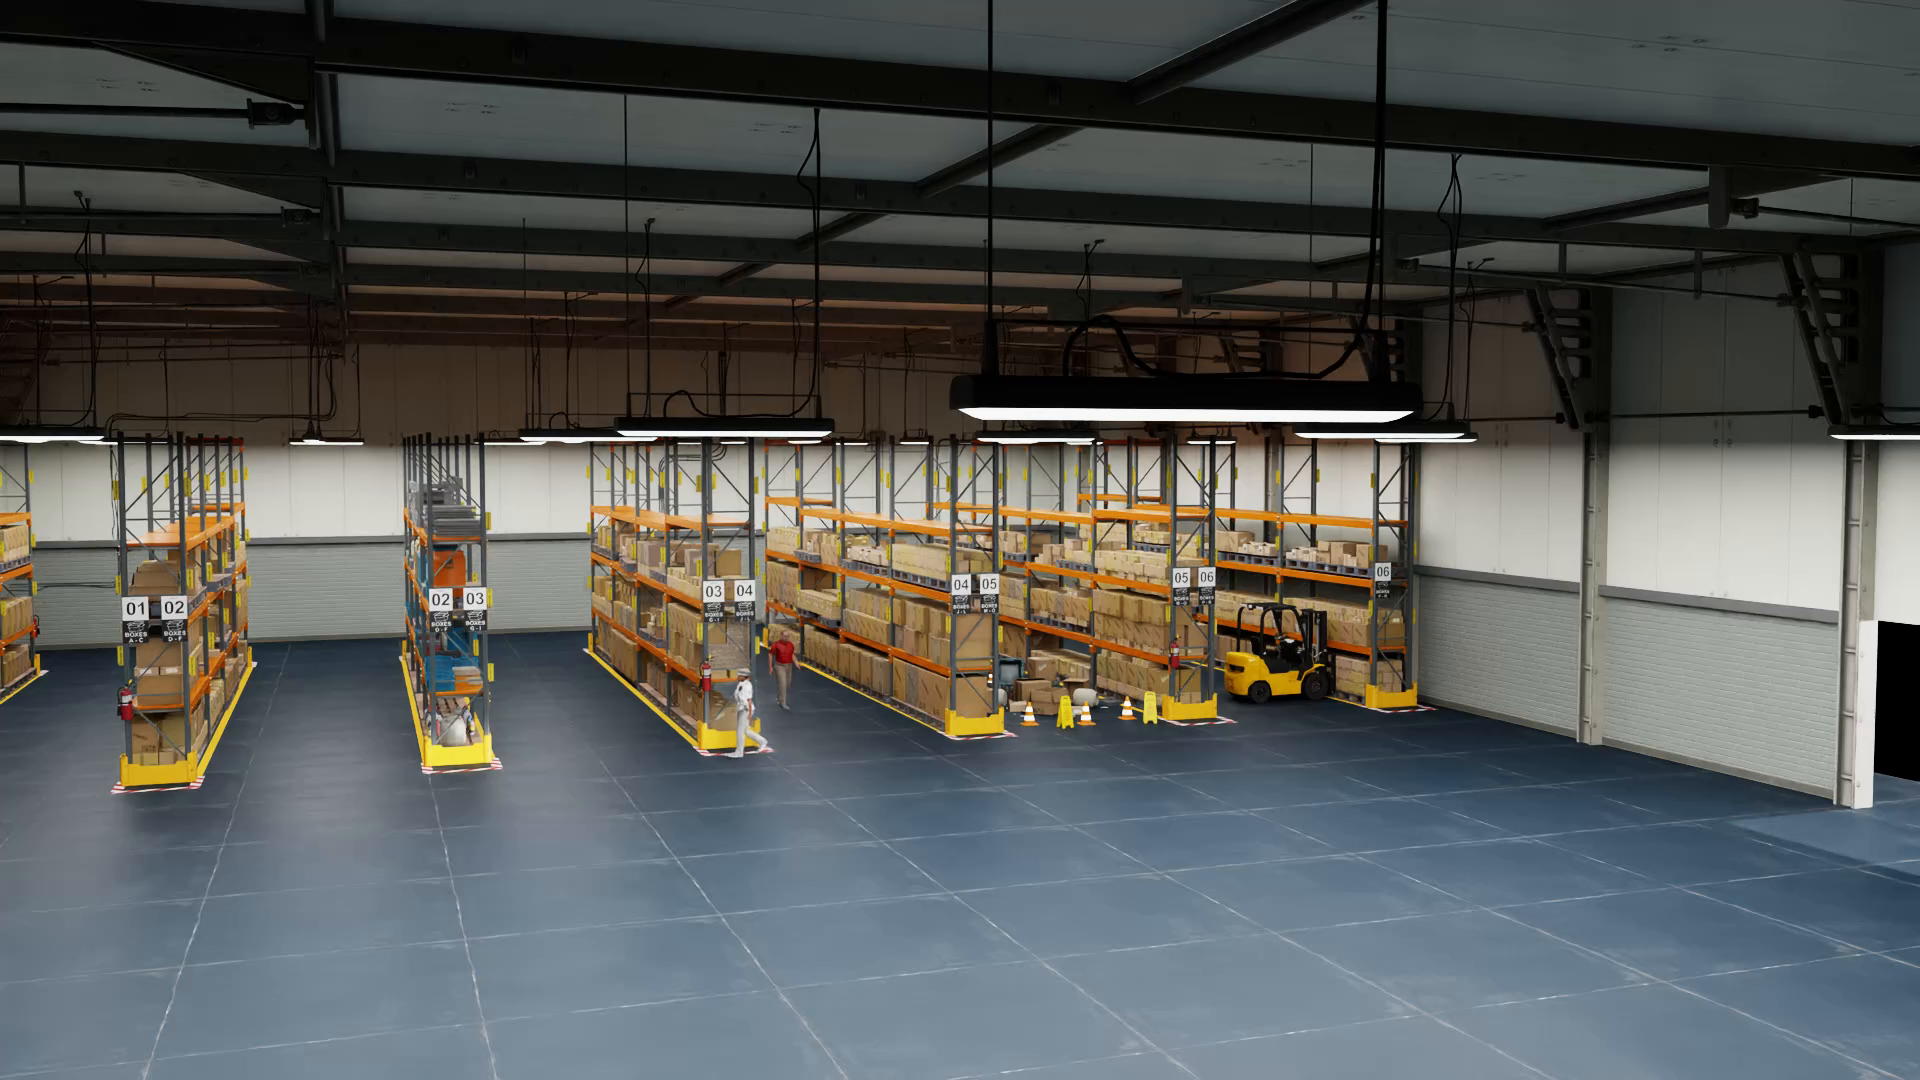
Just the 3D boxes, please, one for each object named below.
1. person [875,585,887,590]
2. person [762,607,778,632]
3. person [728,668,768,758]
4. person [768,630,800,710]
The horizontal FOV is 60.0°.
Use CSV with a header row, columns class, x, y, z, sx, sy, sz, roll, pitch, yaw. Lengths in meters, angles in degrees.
class,x,y,z,sx,sy,sz,roll,pitch,yaw
person,-2.520,1.963,52.948,0.424,1.632,0.920,3,4,43
person,-5.651,2.075,49.718,0.600,1.761,0.499,2,4,33
person,-3.936,3.186,30.848,0.790,1.643,0.551,-1,3,-19
person,-3.869,2.839,36.559,0.749,1.724,0.602,3,4,42
